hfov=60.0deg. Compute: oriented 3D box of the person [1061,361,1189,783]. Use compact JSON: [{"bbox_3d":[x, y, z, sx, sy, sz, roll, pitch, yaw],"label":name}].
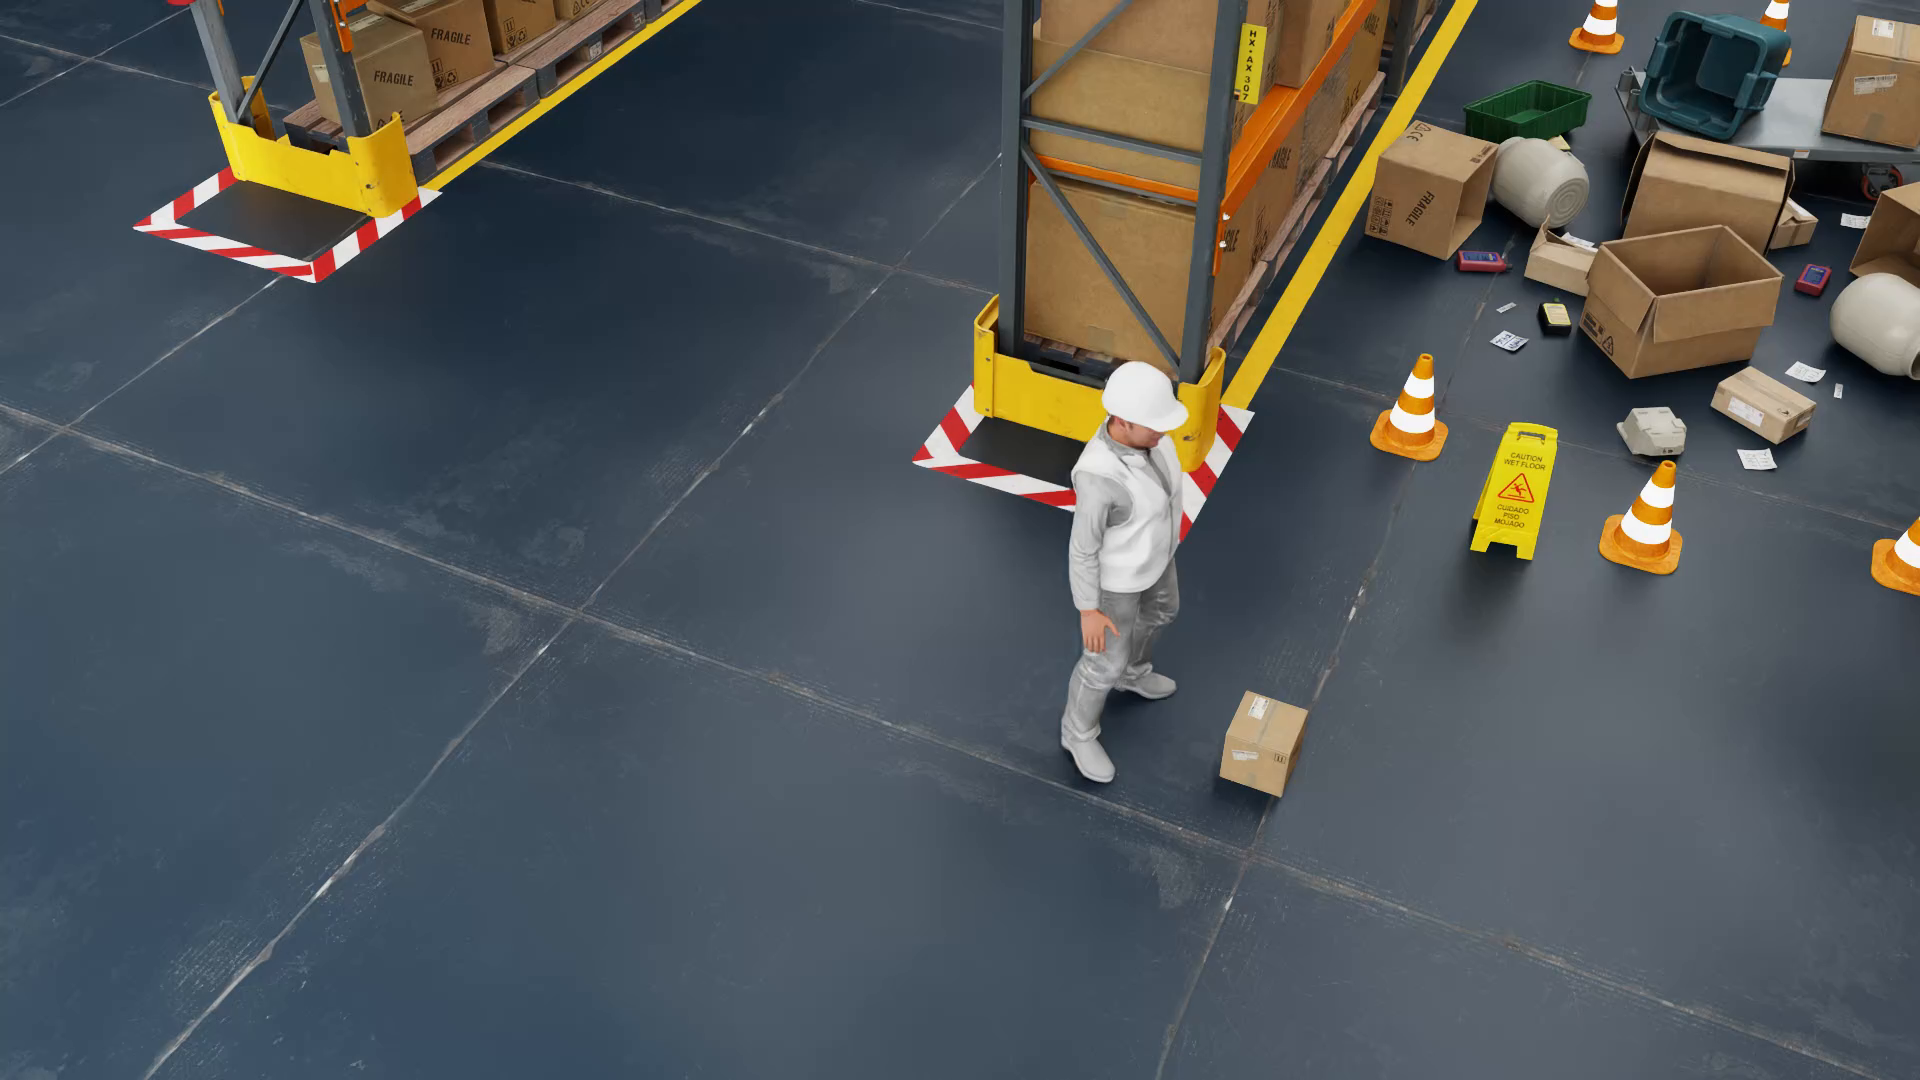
[{"bbox_3d":[0.596,0.085,6.030,0.374,1.800,0.686,20,45,21],"label":"person"}]
